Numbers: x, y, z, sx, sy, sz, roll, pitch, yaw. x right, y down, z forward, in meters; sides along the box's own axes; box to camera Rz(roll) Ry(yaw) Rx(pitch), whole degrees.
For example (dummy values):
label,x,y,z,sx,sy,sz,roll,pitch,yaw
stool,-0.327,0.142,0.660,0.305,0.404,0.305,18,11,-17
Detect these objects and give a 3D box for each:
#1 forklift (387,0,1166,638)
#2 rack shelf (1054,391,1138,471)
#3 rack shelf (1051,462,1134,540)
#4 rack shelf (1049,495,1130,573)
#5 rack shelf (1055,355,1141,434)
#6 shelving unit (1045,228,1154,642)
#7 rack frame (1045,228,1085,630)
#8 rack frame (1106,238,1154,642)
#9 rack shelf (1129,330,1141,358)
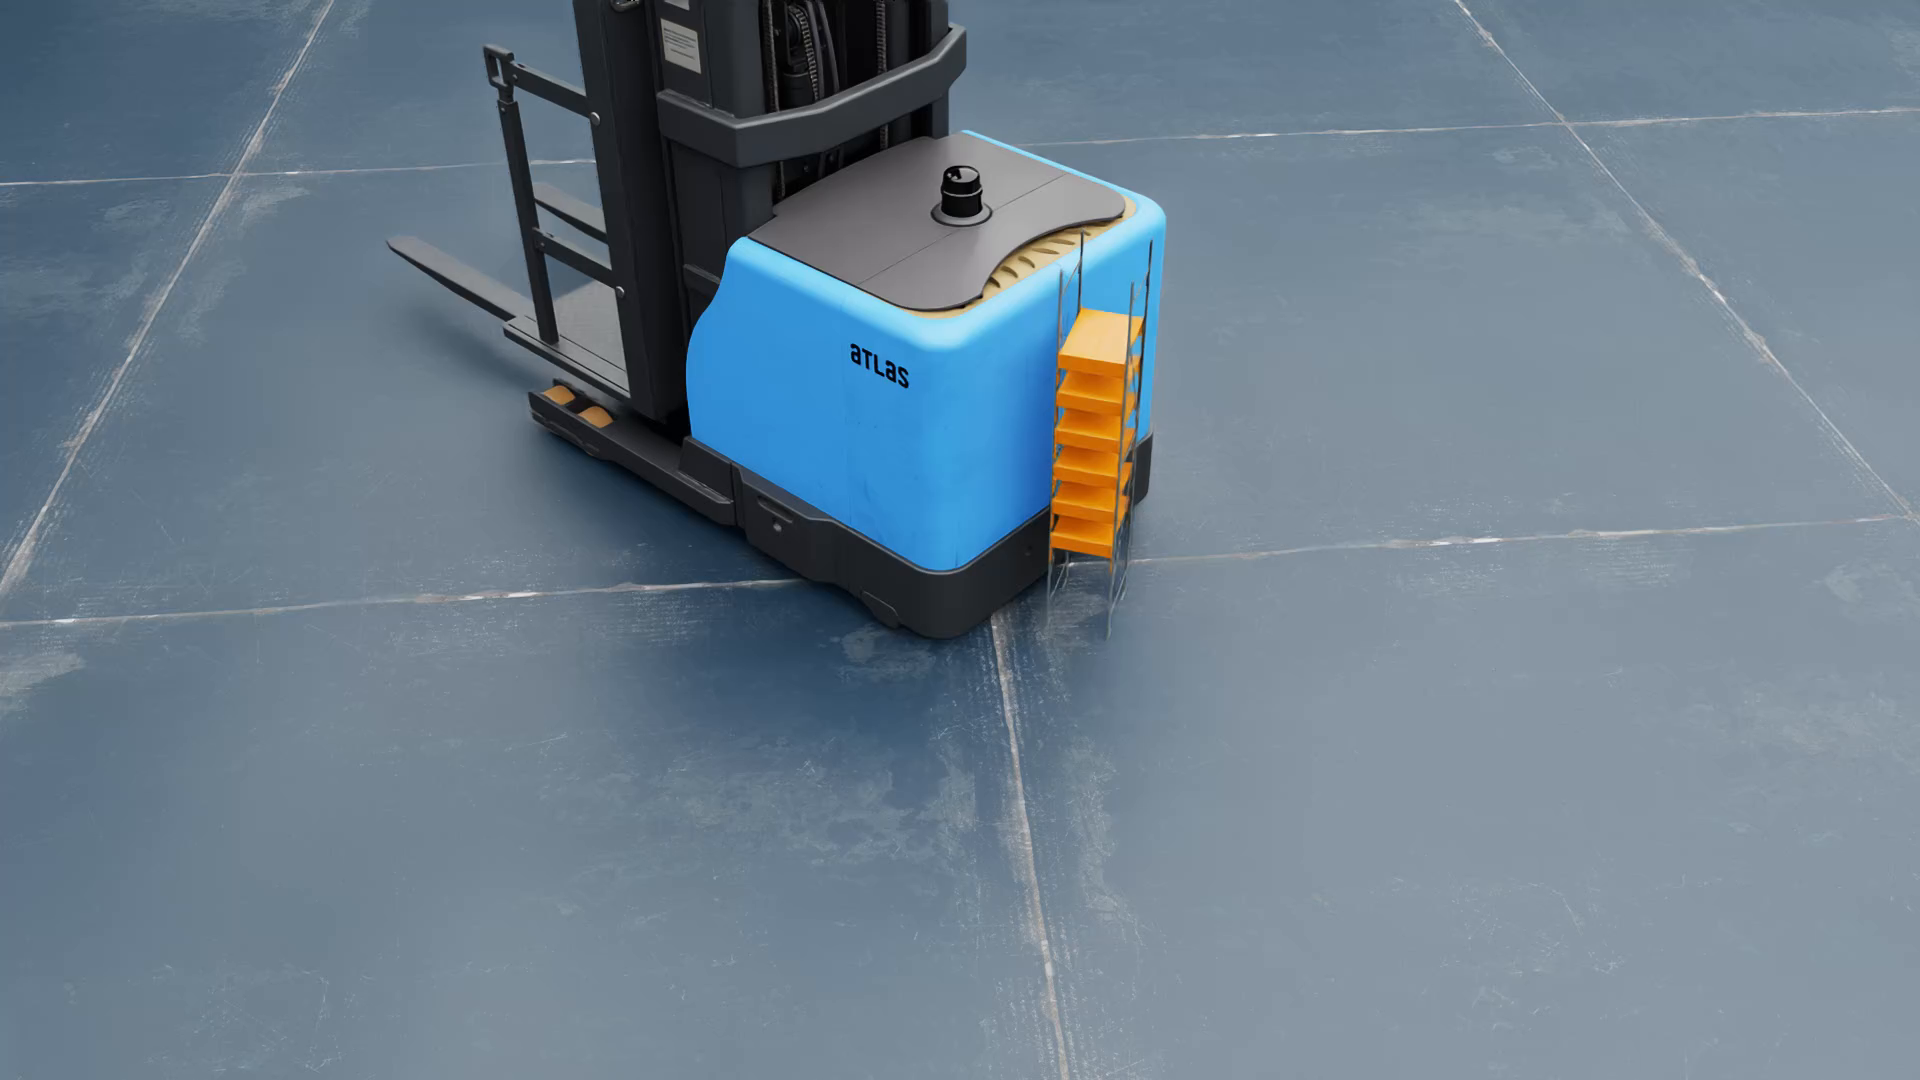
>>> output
label,x,y,z,sx,sy,sz,roll,pitch,yaw
forklift,-0.831,-1.614,5.000,3.031,2.843,1.129,29,47,31
rack shelf,0.377,-0.317,4.560,0.180,0.103,0.258,11,40,14
rack shelf,0.377,-0.130,4.710,0.180,0.103,0.258,11,40,14
rack shelf,0.377,-0.036,4.785,0.180,0.103,0.258,11,40,14
rack shelf,0.376,-0.411,4.485,0.180,0.103,0.258,11,40,14
shelving unit,0.377,-0.258,4.607,0.189,1.200,0.258,11,40,14
rack frame,0.289,-0.275,4.628,0.006,1.200,0.240,11,40,14
rack frame,0.464,-0.241,4.585,0.006,1.200,0.240,11,40,14
rack shelf,0.376,-0.520,4.397,0.166,0.020,0.199,11,40,14
